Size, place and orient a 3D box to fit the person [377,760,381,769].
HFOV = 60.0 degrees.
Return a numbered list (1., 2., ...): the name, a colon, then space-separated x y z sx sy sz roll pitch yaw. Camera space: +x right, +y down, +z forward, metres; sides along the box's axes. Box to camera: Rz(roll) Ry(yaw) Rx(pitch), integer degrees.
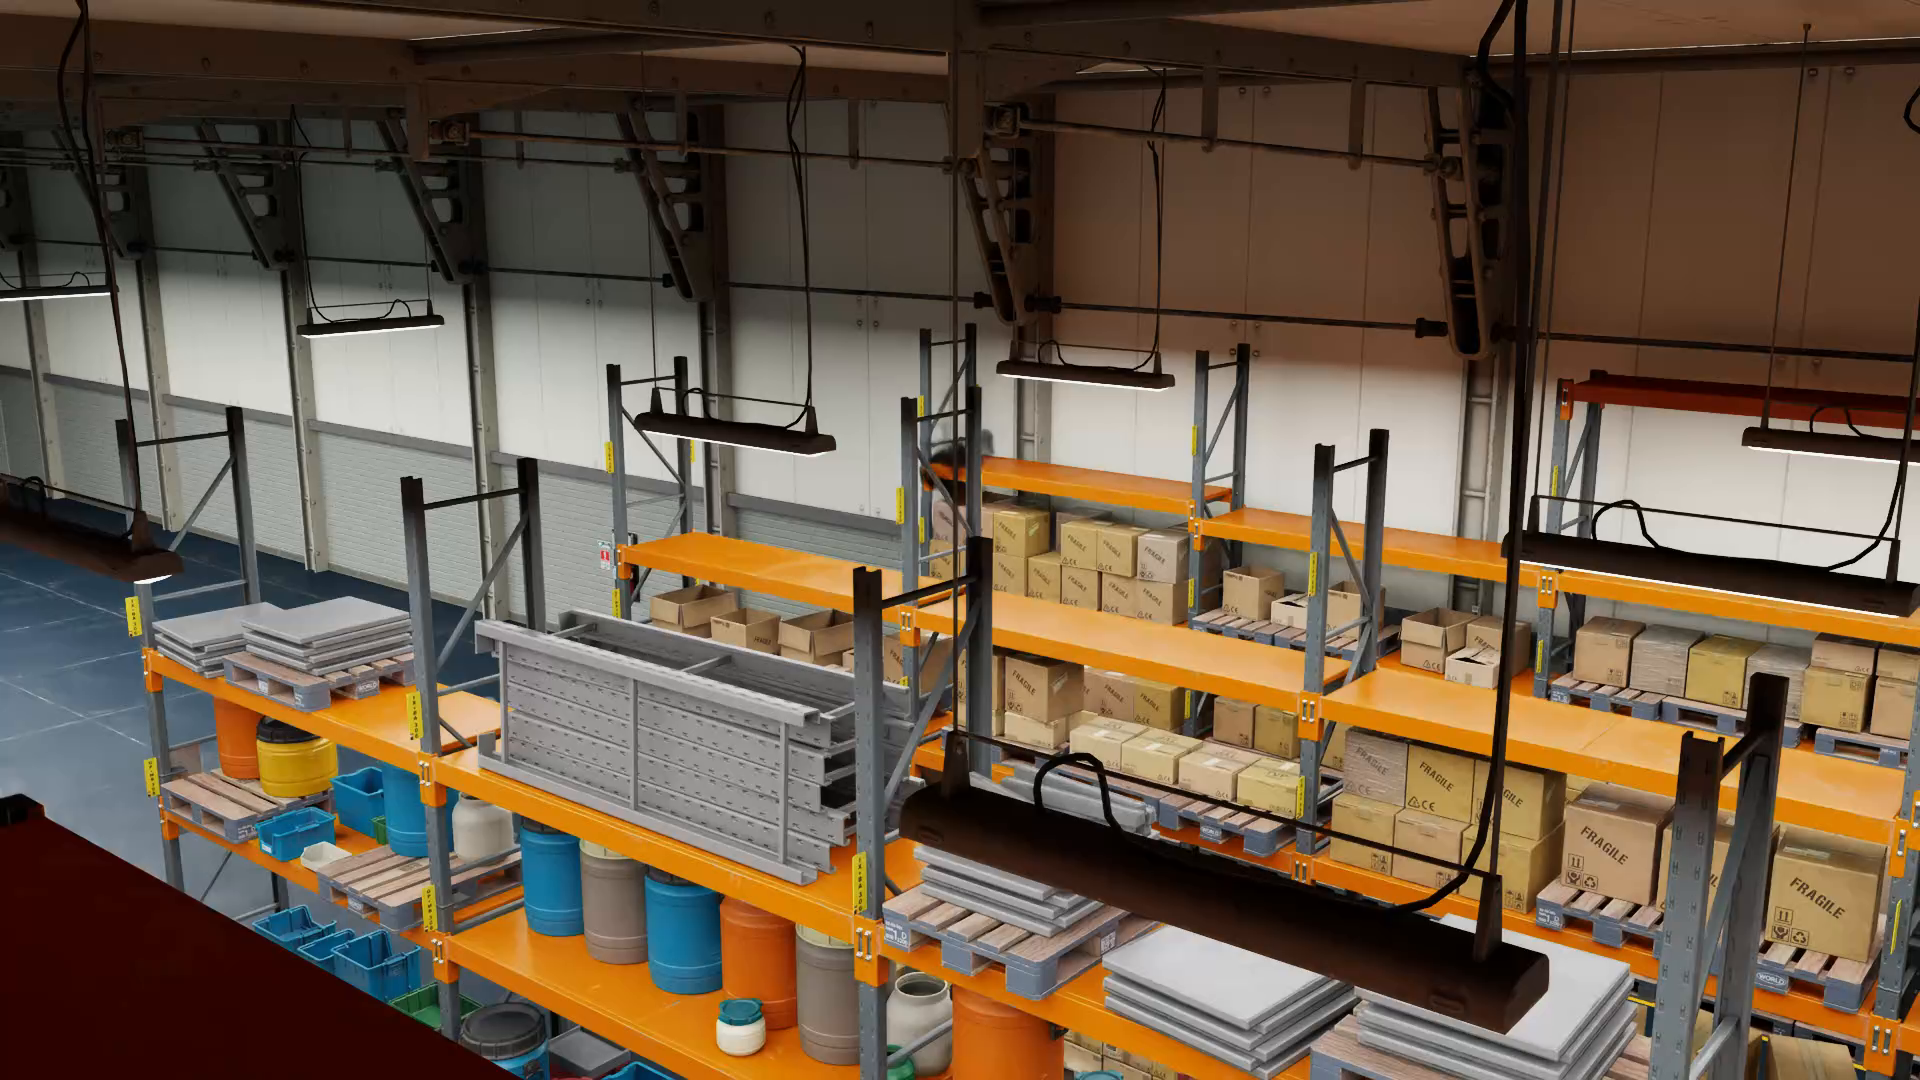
1. person: -6.377 3.116 18.674 0.664 1.699 0.612 -5 14 -21
